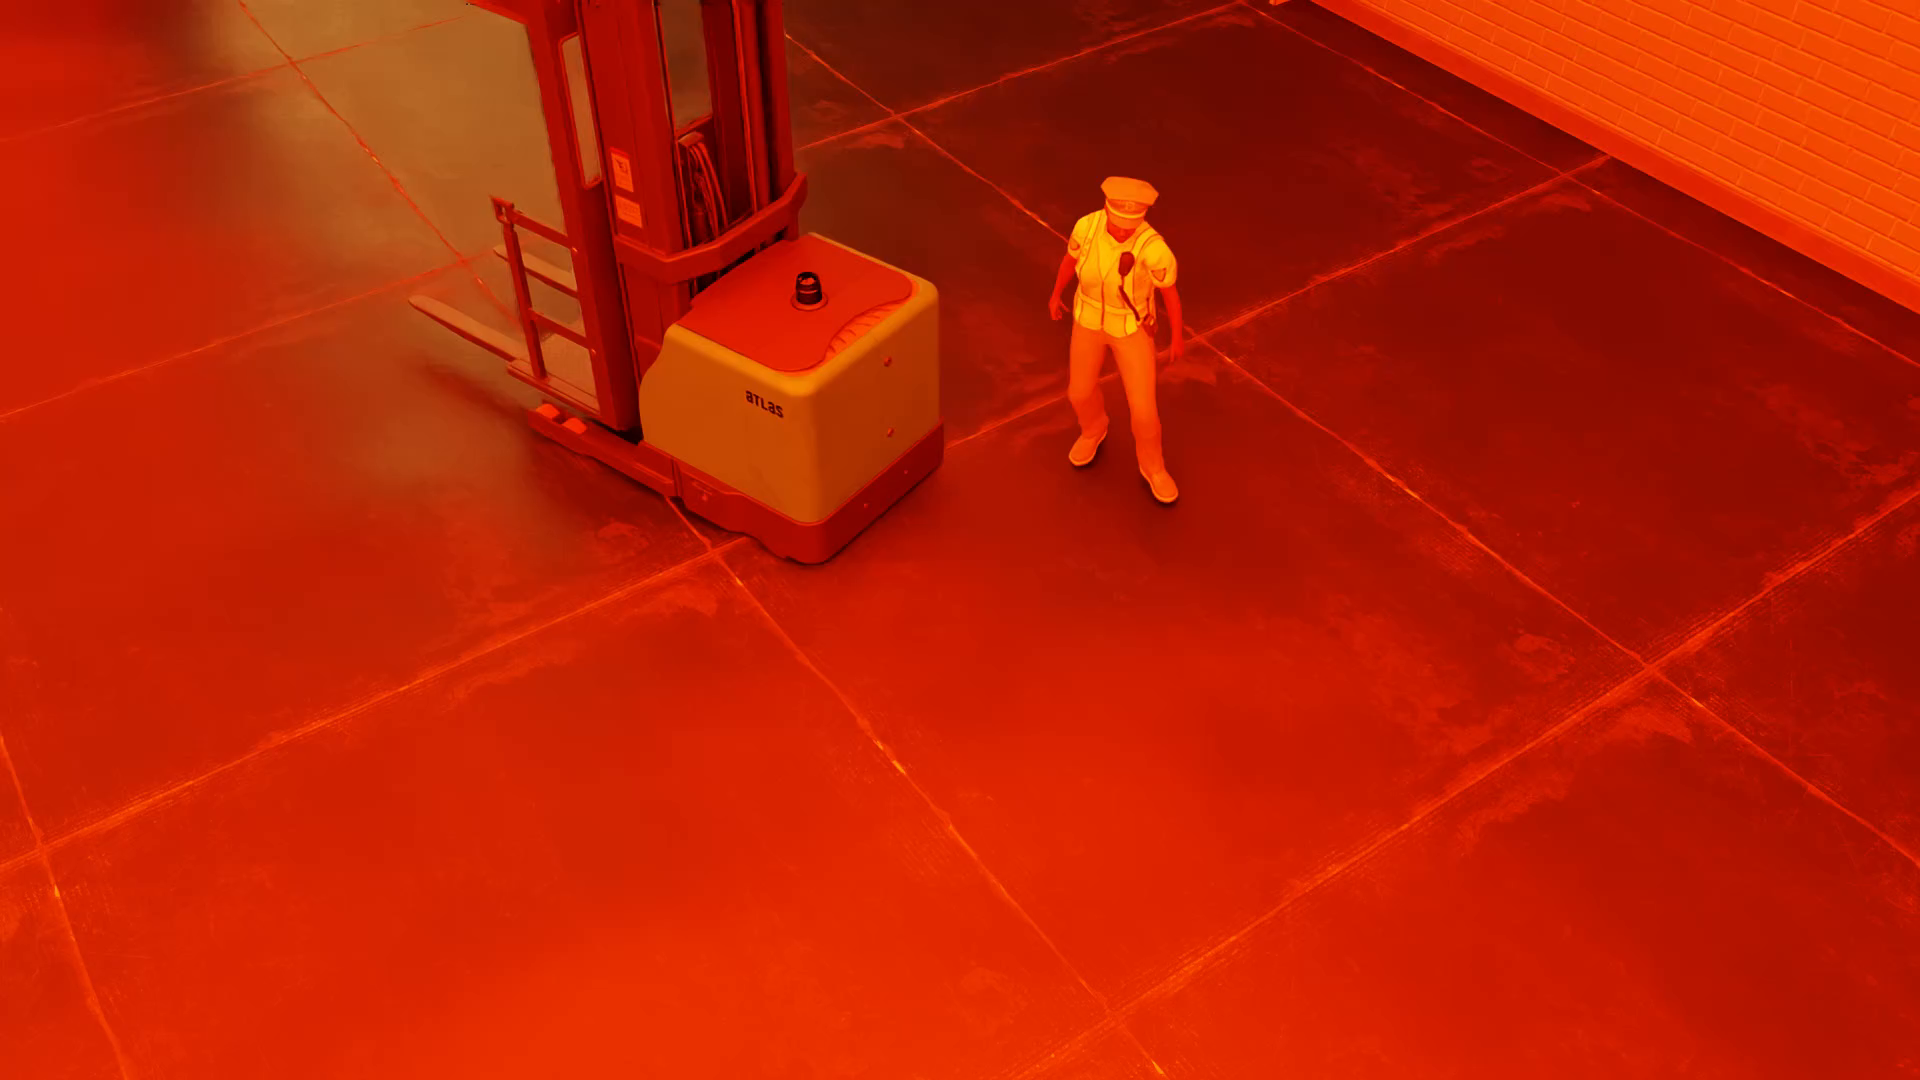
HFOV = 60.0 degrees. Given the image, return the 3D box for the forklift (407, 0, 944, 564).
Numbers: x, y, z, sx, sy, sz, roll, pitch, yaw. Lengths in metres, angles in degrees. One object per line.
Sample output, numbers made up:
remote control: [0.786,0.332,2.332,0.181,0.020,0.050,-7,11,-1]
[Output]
forklift: [-1.566,-1.782,7.650,3.031,2.935,1.130,27,49,26]

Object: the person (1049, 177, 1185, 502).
person: [0.741,-0.968,7.690,0.801,1.628,0.415,20,46,21]
